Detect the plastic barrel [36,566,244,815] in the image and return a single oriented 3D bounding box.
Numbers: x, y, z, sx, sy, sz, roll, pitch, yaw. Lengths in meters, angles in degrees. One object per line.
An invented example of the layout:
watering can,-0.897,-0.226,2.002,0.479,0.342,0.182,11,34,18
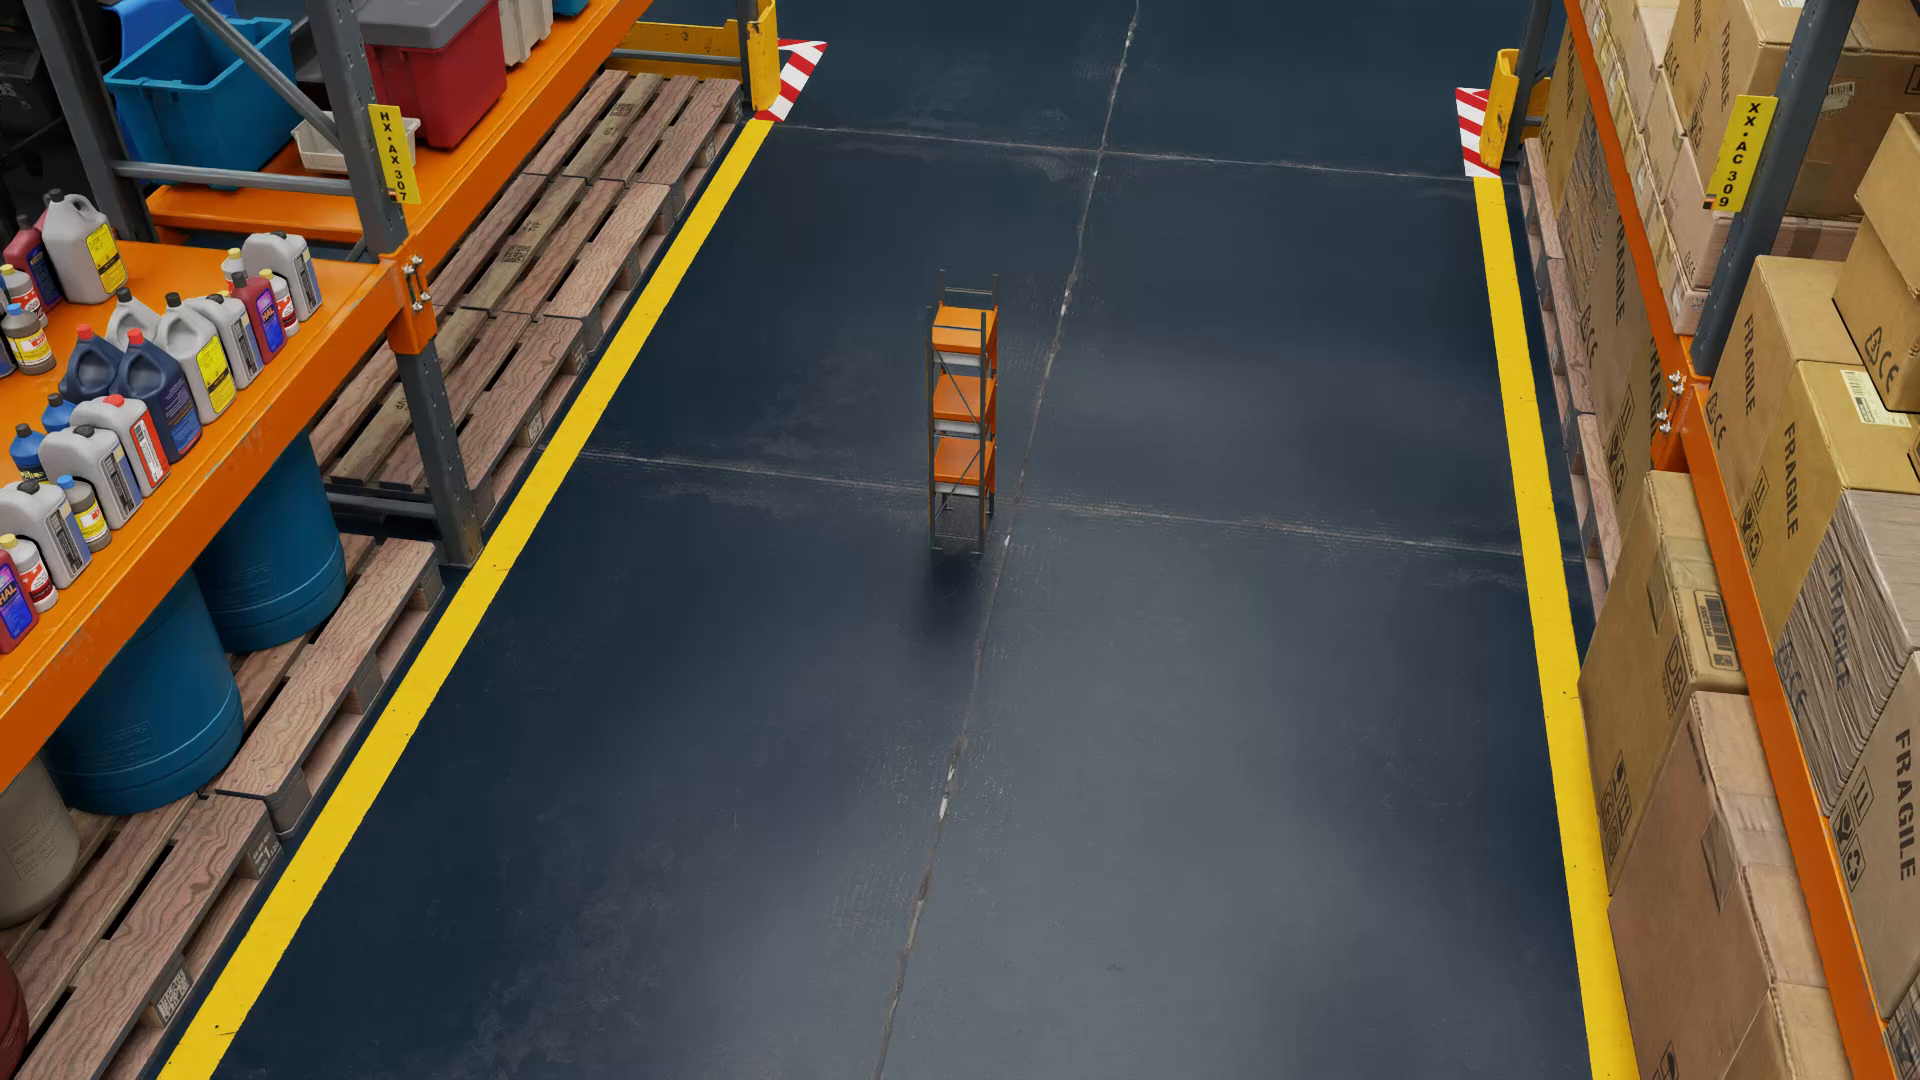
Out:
plastic barrel,-2.511,0.293,4.858,0.600,0.901,0.708,6,40,8

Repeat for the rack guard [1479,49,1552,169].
rack guard,3.297,-2.153,8.462,1.175,0.500,0.348,6,40,8

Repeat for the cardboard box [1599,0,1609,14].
cardboard box,2.770,-2.245,6.496,0.500,0.250,0.500,5,40,6

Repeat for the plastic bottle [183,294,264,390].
plastic bottle,-2.091,-0.577,4.692,0.152,0.276,0.135,6,40,8

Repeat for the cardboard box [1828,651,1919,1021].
cardboard box,2.017,0.586,3.109,0.500,0.500,0.500,7,40,9

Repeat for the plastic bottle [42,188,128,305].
plastic bottle,-2.665,-0.908,5.033,0.144,0.351,0.185,6,40,8

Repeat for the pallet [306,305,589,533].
pallet,-2.189,-0.529,6.724,1.003,0.211,1.213,6,40,8

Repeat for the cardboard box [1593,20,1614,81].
cardboard box,2.641,-1.853,6.334,0.380,0.149,0.250,5,40,7

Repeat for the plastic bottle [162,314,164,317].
plastic bottle,-2.217,-0.551,4.718,0.097,0.201,0.097,0,40,0

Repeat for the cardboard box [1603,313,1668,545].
cardboard box,2.794,-0.340,5.645,0.875,0.875,0.875,6,40,8

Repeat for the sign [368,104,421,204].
sign,-1.736,-1.182,5.109,0.100,0.325,0.005,6,40,8

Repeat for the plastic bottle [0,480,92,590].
plastic bottle,-2.241,-0.031,4.031,0.152,0.276,0.135,6,40,8

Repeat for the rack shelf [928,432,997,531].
rack shelf,0.009,-0.216,6.140,0.215,0.259,0.240,6,40,8

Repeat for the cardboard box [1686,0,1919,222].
cardboard box,2.417,-1.255,4.710,0.500,0.500,0.500,7,40,9

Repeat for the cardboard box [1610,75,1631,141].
cardboard box,2.553,-1.529,5.942,0.380,0.149,0.250,6,40,7

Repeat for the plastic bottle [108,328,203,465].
plastic bottle,-2.146,-0.390,4.406,0.144,0.351,0.185,6,40,8

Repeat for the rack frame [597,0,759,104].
rack frame,-1.585,-3.648,8.308,1.000,3.000,0.127,6,40,8

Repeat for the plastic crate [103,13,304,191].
plastic crate,-2.533,-1.485,5.658,0.392,0.384,0.575,6,40,8

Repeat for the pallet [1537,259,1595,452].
pallet,3.018,-0.753,6.995,1.003,0.211,1.213,6,40,8

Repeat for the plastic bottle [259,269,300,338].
plastic bottle,-2.021,-0.702,4.901,0.097,0.201,0.097,0,40,0

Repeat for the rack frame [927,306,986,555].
rack frame,-0.012,-0.362,5.863,0.200,1.050,0.008,6,40,8

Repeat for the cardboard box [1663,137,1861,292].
cardboard box,2.418,-0.954,4.934,0.500,0.250,0.500,6,40,7

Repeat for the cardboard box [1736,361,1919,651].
cardboard box,2.189,-0.053,3.882,0.500,0.500,0.500,6,40,8

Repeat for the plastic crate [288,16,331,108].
plastic crate,-2.349,-1.787,6.226,0.437,0.125,0.590,6,40,8

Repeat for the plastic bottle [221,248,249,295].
plastic bottle,-2.154,-0.780,4.995,0.097,0.201,0.097,0,40,0

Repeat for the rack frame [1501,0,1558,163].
rack frame,3.293,-3.102,7.648,1.000,3.000,0.127,6,40,8

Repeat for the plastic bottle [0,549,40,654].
plastic bottle,-2.236,0.116,3.847,0.061,0.283,0.133,6,40,8

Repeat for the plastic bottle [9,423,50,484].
plastic bottle,-2.327,-0.177,4.211,0.097,0.271,0.097,0,40,0

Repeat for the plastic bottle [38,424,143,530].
plastic bottle,-2.201,-0.177,4.207,0.152,0.276,0.135,6,40,8

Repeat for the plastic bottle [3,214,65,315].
plastic bottle,-2.784,-0.826,4.986,0.061,0.283,0.133,6,40,8

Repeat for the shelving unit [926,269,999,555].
shelving unit,0.009,-0.438,5.956,0.215,1.050,0.252,6,40,8

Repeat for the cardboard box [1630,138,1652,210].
cardboard box,2.464,-1.206,5.552,0.380,0.149,0.250,7,40,9

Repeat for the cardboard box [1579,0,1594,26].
cardboard box,2.730,-2.173,6.722,0.380,0.149,0.250,6,40,7

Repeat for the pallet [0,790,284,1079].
pallet,-2.661,1.185,4.651,1.003,0.211,1.213,6,40,8

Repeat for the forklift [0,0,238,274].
forklift,-4.440,-2.335,6.774,1.130,2.935,3.031,10,41,12

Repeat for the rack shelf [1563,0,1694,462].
rack shelf,2.947,-1.569,6.359,1.077,0.370,4.000,6,40,8

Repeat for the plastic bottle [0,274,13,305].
plastic bottle,-2.803,-0.686,4.826,0.097,0.271,0.097,0,40,0

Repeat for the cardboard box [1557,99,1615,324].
cardboard box,3.103,-1.463,7.004,0.875,0.875,0.875,6,40,8

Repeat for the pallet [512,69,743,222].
pallet,-1.766,-2.060,8.576,1.003,0.211,1.213,6,40,8

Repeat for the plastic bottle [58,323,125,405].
plastic bottle,-2.288,-0.405,4.425,0.144,0.351,0.185,6,40,8

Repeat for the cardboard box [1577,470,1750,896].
cardboard box,2.510,0.469,4.666,1.225,0.875,0.875,7,40,8

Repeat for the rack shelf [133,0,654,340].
rack shelf,-1.932,-2.115,7.019,1.077,0.370,4.000,6,40,8

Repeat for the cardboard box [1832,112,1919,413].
cardboard box,2.498,-0.615,3.774,0.797,0.503,0.637,5,40,7

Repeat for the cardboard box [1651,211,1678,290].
cardboard box,2.375,-0.884,5.162,0.380,0.149,0.250,7,40,9

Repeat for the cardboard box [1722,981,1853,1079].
cardboard box,2.210,1.587,3.315,1.225,0.875,0.875,7,40,8

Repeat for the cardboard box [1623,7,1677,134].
cardboard box,2.594,-1.600,5.715,0.500,0.250,0.500,7,40,9

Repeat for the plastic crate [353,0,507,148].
plastic crate,-1.876,-1.718,5.877,0.402,0.464,0.583,6,40,8

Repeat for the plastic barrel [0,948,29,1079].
plastic barrel,-2.707,1.123,4.101,0.600,0.588,0.708,6,40,8
